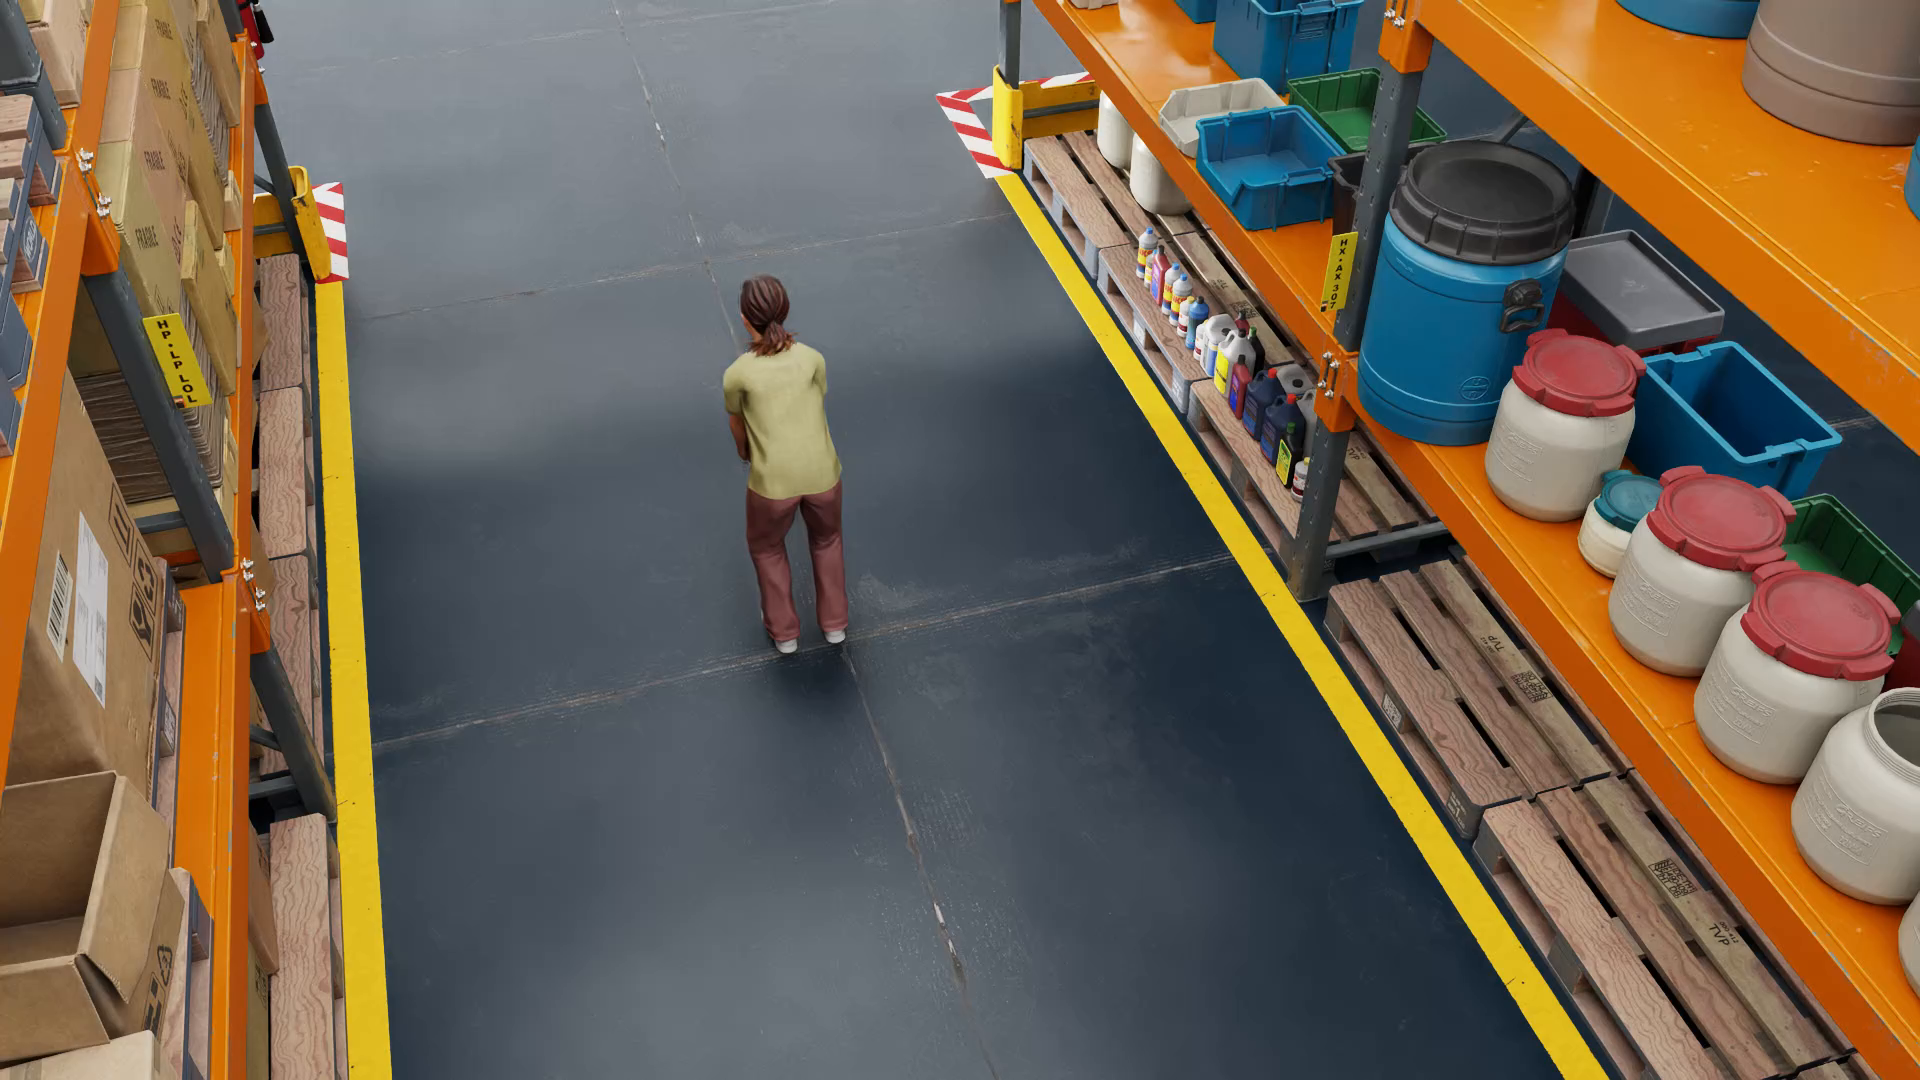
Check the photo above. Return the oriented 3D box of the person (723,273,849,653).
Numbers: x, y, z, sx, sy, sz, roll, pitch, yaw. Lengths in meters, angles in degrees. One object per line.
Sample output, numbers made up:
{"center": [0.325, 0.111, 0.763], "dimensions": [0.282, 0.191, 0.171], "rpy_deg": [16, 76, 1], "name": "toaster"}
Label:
{"center": [-0.687, -0.286, 6.516], "dimensions": [0.407, 1.625, 0.541], "rpy_deg": [-13, 44, -14], "name": "person"}
